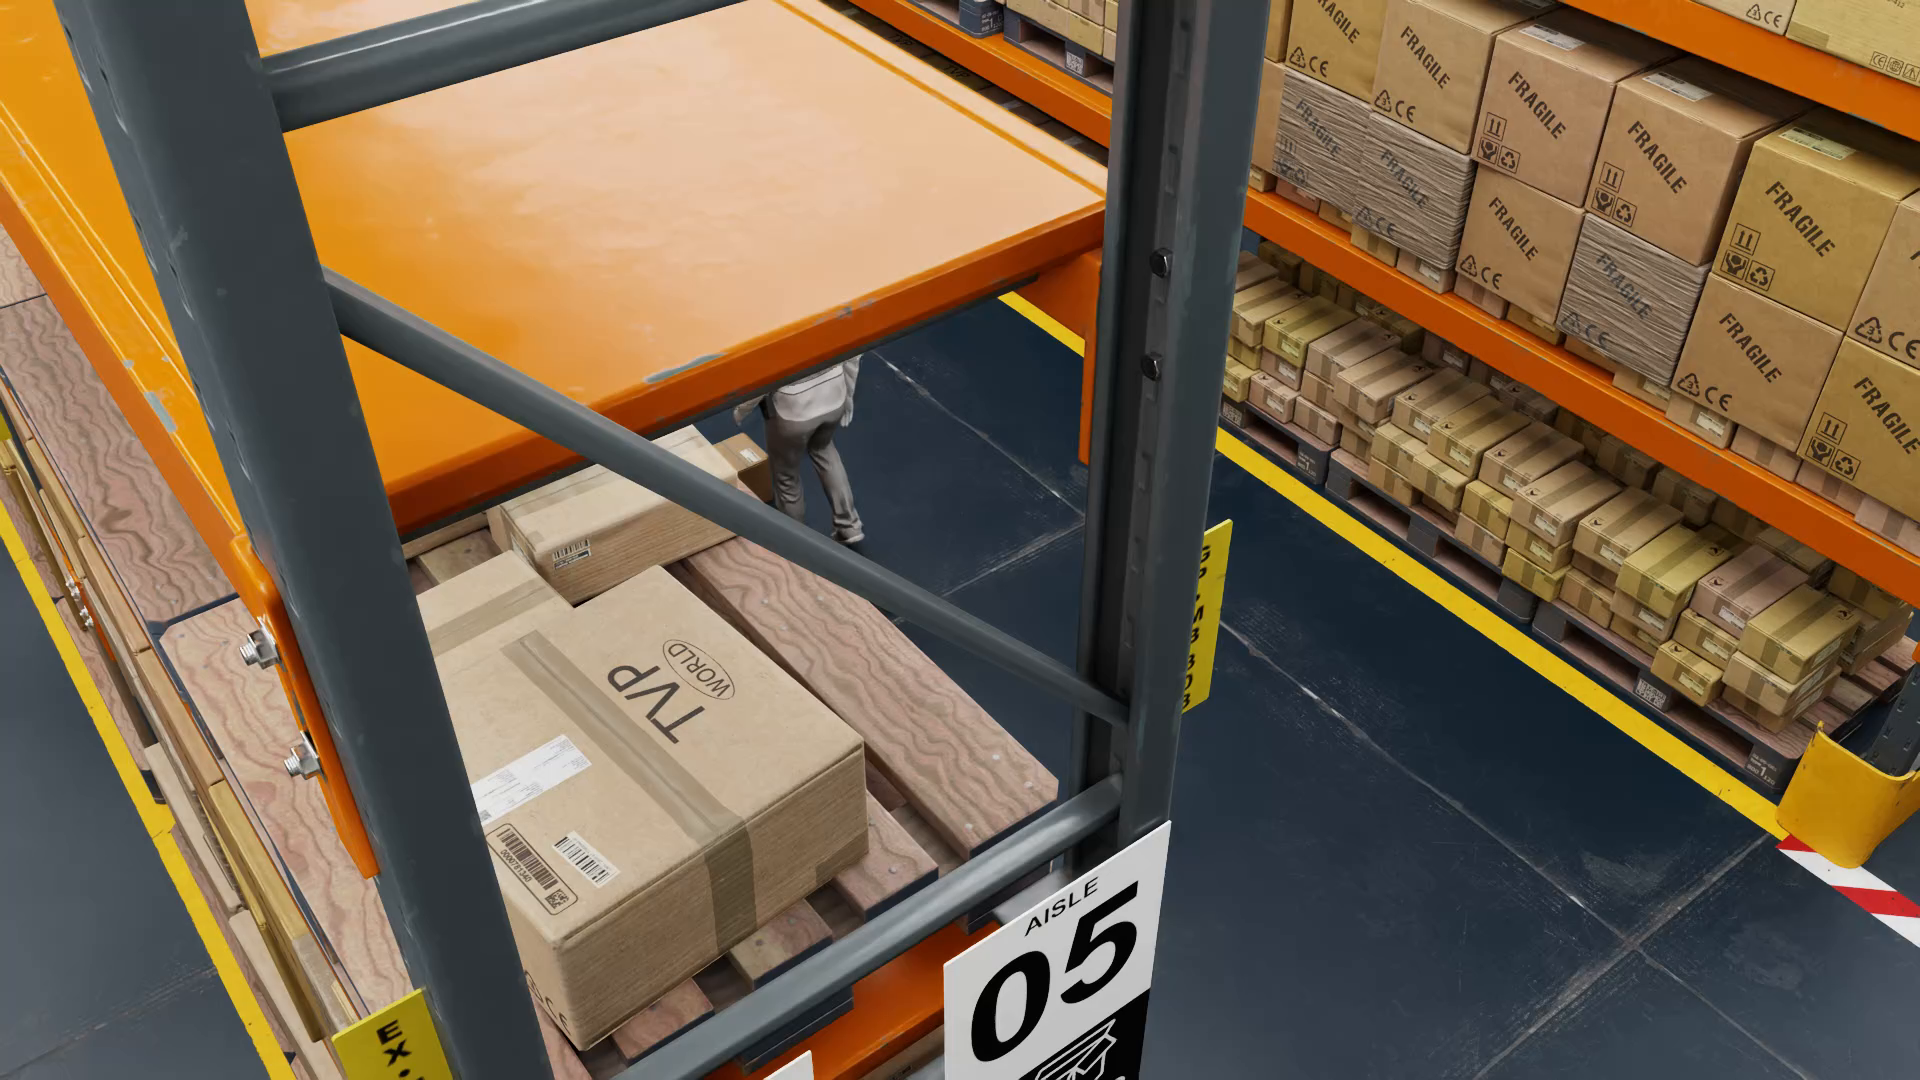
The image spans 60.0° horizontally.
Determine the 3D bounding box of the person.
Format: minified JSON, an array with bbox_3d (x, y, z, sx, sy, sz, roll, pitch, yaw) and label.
[{"bbox_3d":[-0.704,-0.578,7.070,0.508,1.702,0.490,-29,49,-30],"label":"person"}]
